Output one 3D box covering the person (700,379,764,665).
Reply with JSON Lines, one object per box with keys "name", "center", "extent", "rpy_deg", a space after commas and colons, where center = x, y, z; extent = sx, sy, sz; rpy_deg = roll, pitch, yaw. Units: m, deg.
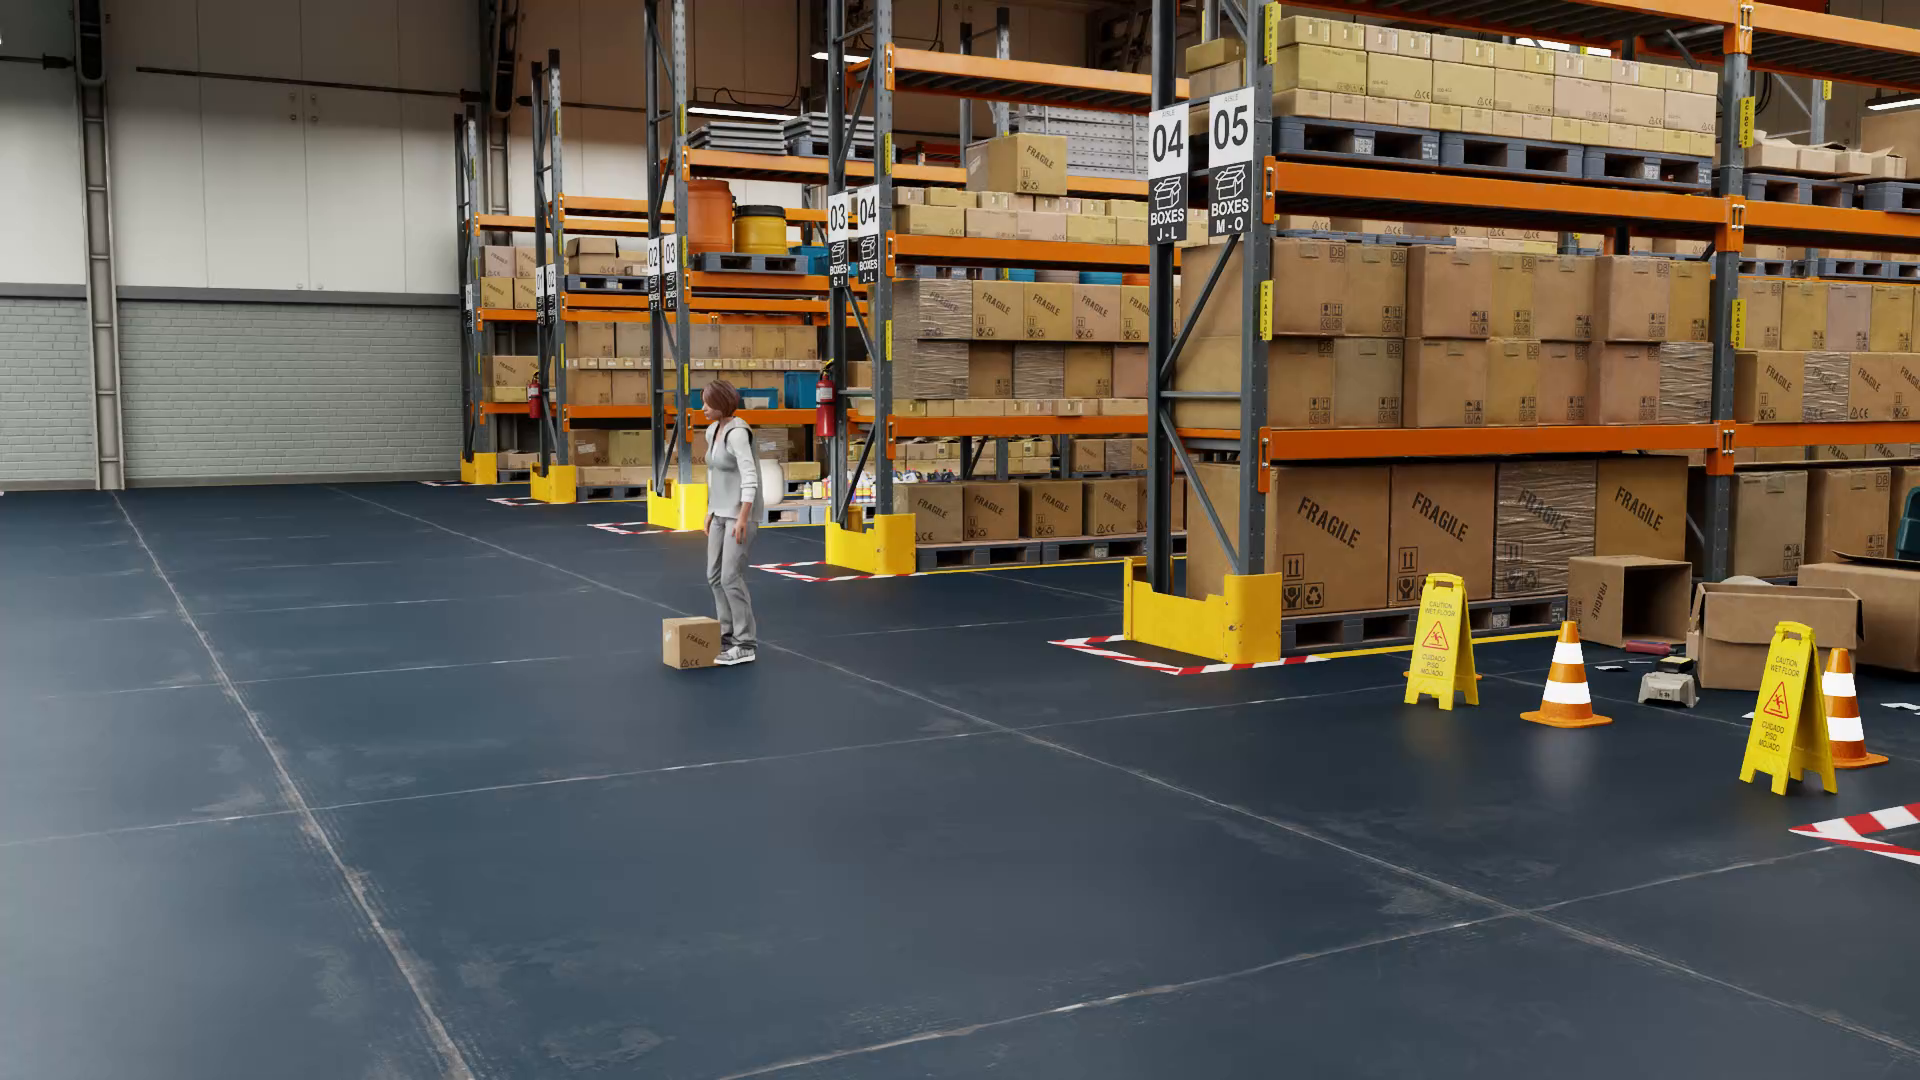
{"name": "person", "center": [-1.297, -0.105, 9.371], "extent": [0.342, 1.593, 0.485], "rpy_deg": [-3, 6, -32]}
